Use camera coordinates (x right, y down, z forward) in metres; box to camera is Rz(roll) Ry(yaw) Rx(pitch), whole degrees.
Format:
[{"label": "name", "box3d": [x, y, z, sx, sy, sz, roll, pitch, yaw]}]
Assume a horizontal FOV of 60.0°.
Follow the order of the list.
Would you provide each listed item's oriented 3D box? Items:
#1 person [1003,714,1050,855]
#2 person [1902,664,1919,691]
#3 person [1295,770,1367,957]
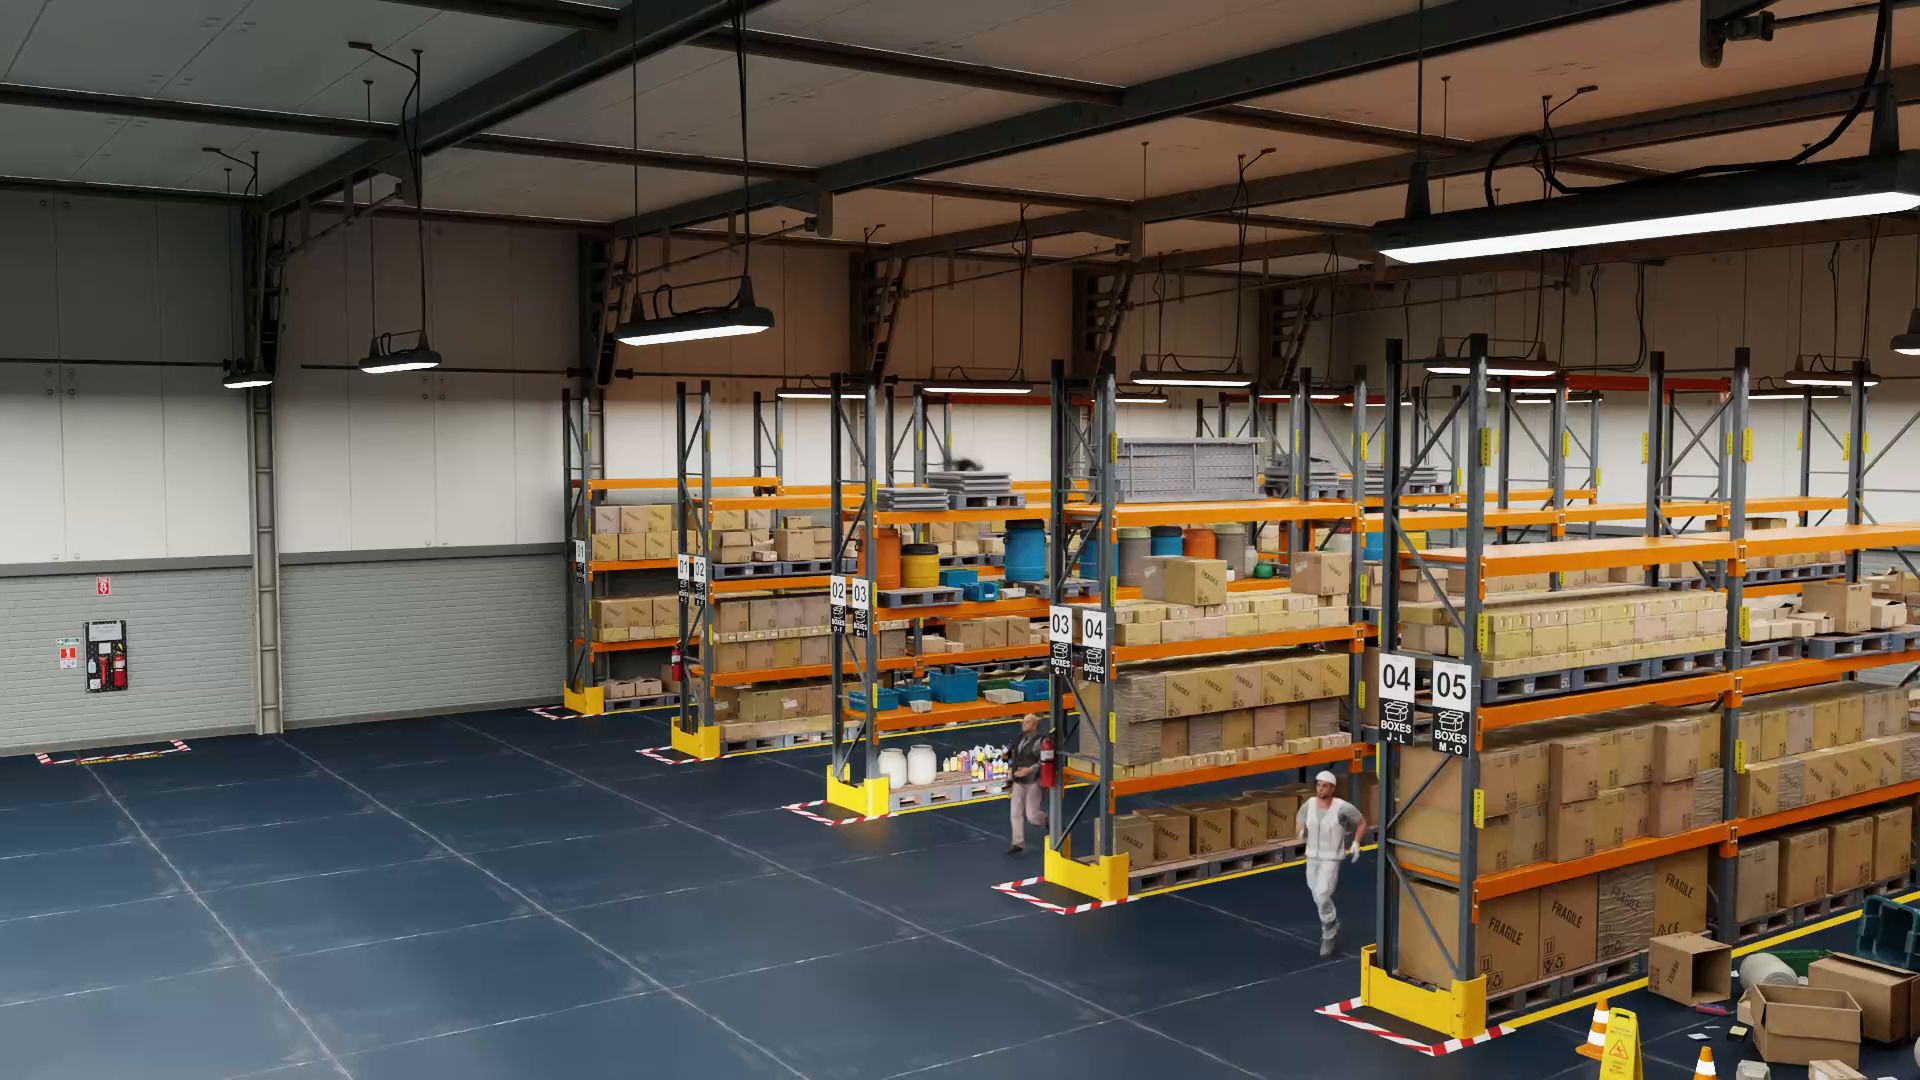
[{"label": "person", "box3d": [0.827, 2.982, 20.471, 0.863, 1.698, 0.591, -3, 5, -42]}, {"label": "person", "box3d": [15.595, 2.583, 26.698, 0.715, 1.723, 0.593, 0, 4, 5]}, {"label": "person", "box3d": [3.632, 3.209, 16.558, 0.640, 1.824, 0.736, 3, 5, 43]}]
